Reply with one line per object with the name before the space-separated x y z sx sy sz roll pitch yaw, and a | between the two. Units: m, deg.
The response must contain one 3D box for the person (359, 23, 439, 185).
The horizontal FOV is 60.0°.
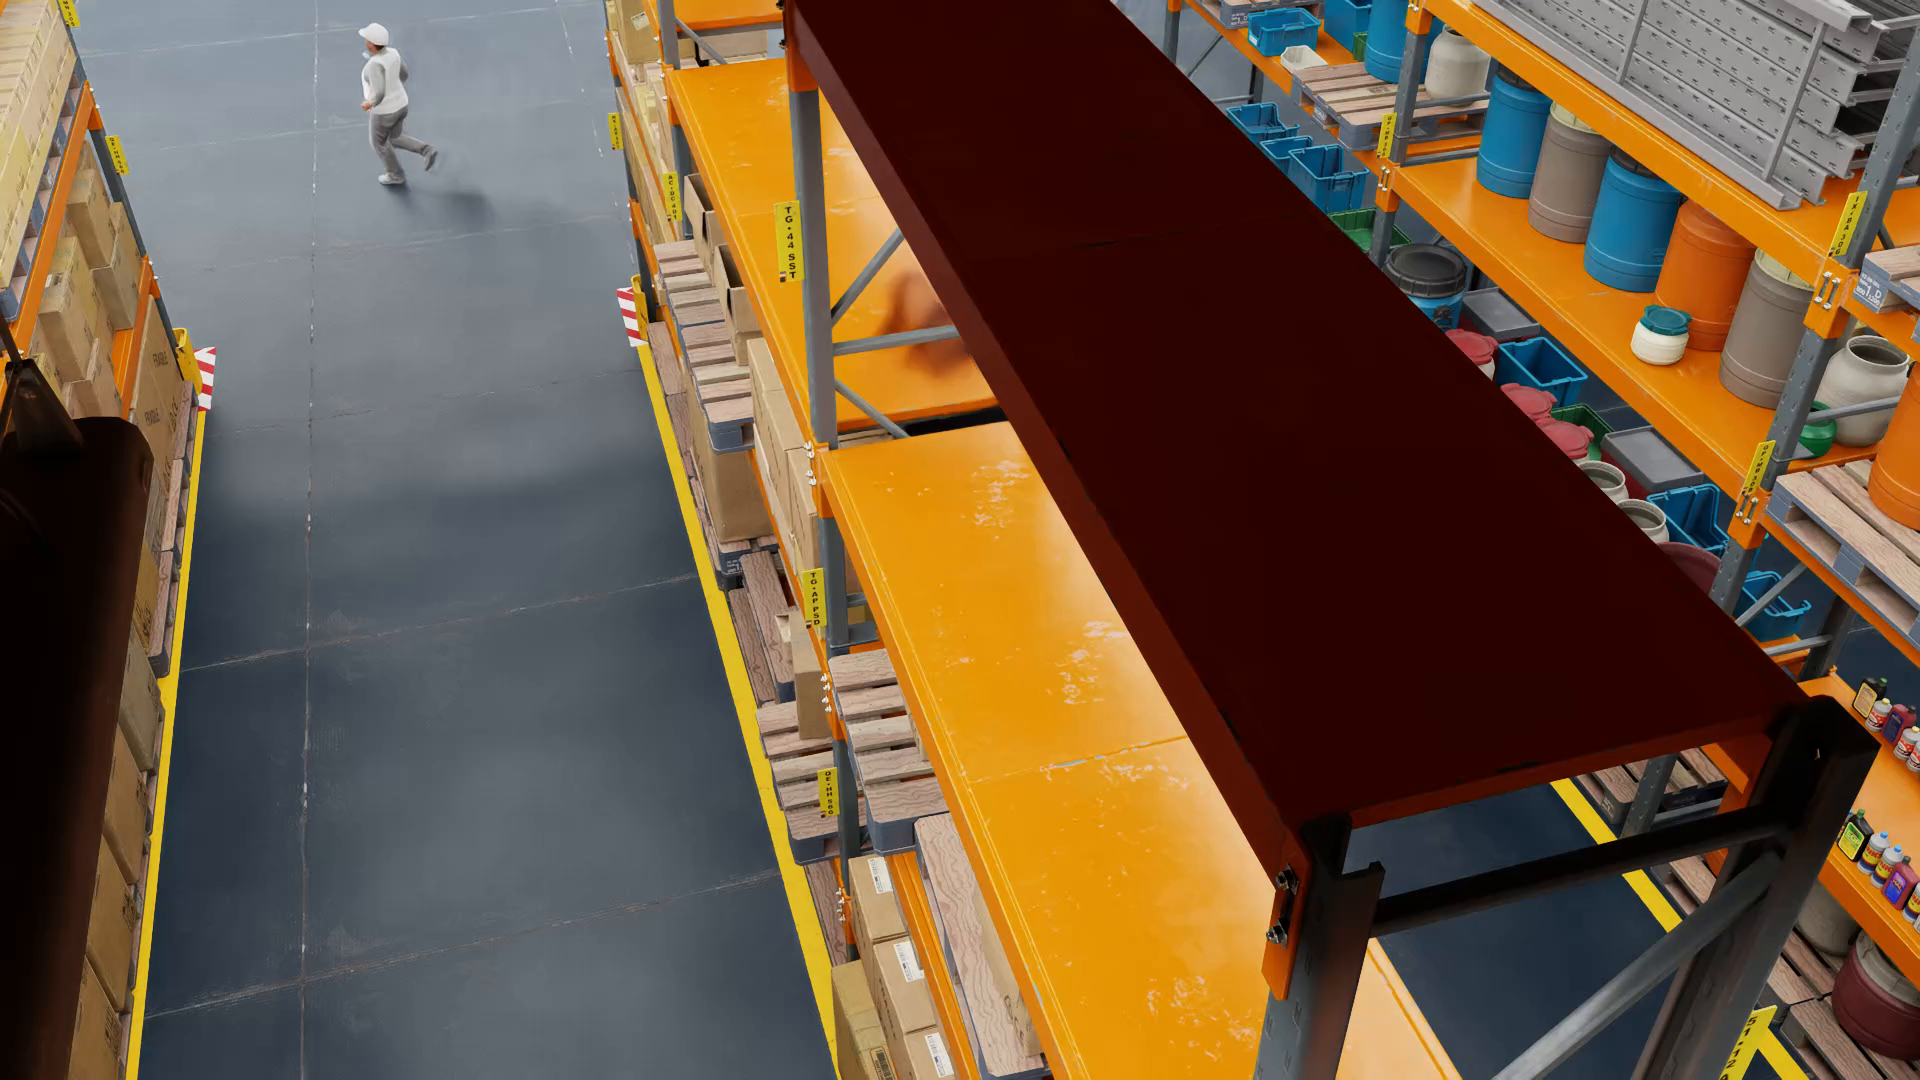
person | -5.821 -4.436 17.042 0.714 1.742 0.662 10 39 12
